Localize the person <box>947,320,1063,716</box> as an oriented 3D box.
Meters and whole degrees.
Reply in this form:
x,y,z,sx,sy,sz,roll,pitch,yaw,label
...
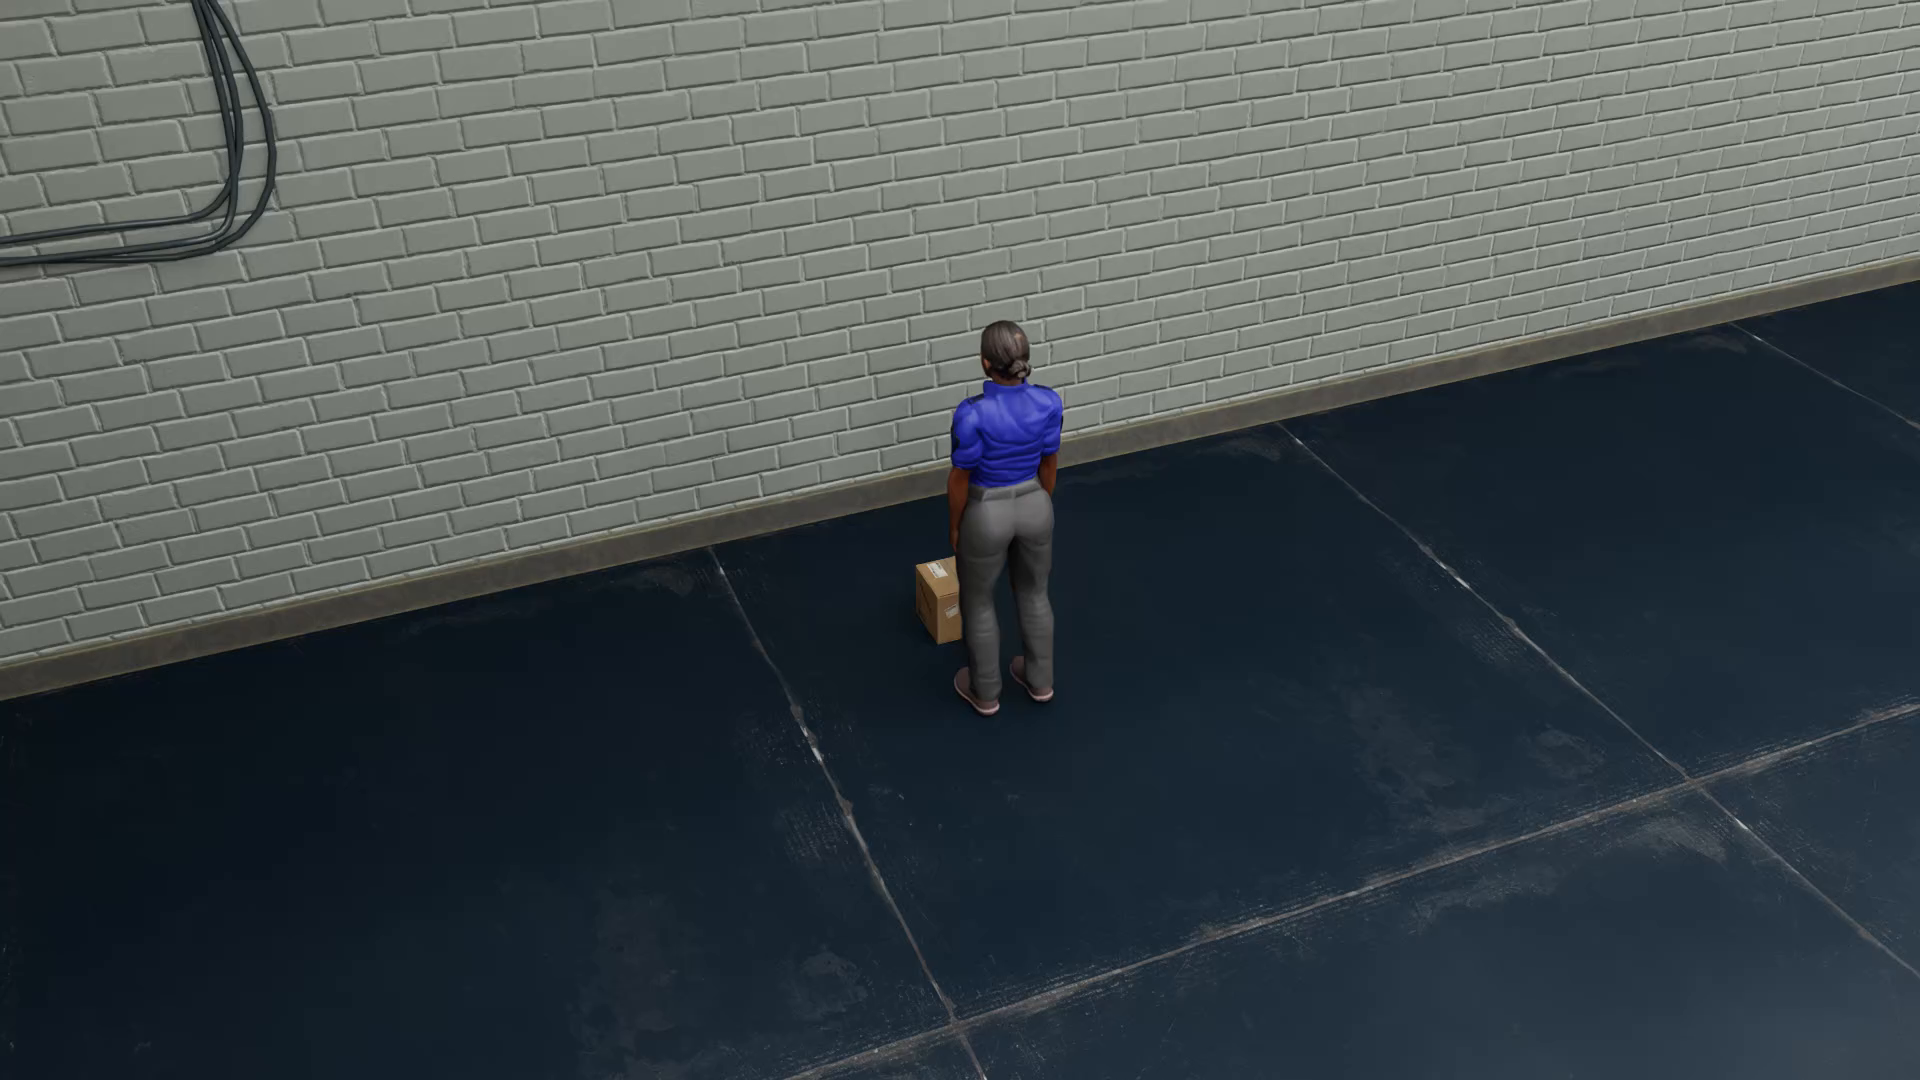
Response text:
x,y,z,sx,sy,sz,roll,pitch,yaw,label
0.154,-0.068,6.269,0.437,1.646,0.298,-12,36,-18,person
